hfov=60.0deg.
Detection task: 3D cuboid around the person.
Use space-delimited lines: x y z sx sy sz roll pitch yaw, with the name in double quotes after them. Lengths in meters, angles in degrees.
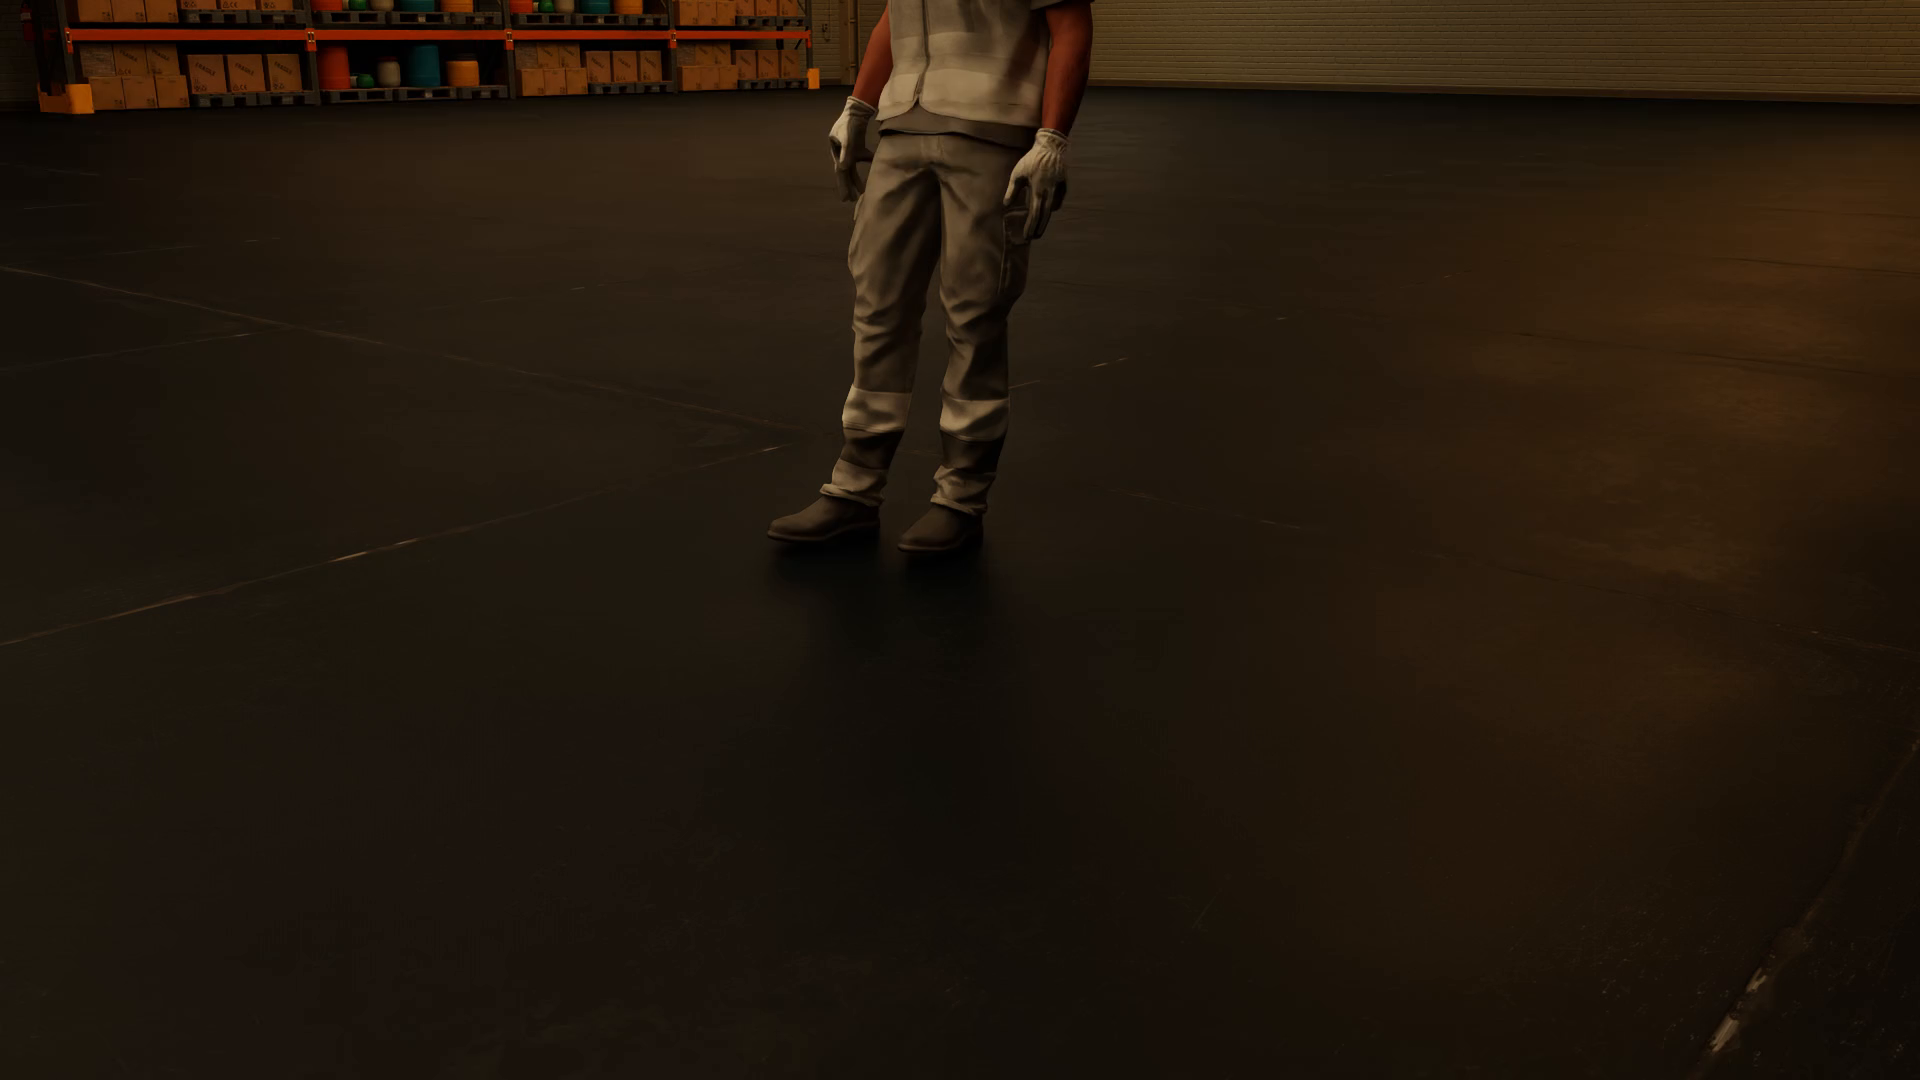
-0.060 -0.848 3.628 0.637 1.787 0.564 13 21 37 "person"
